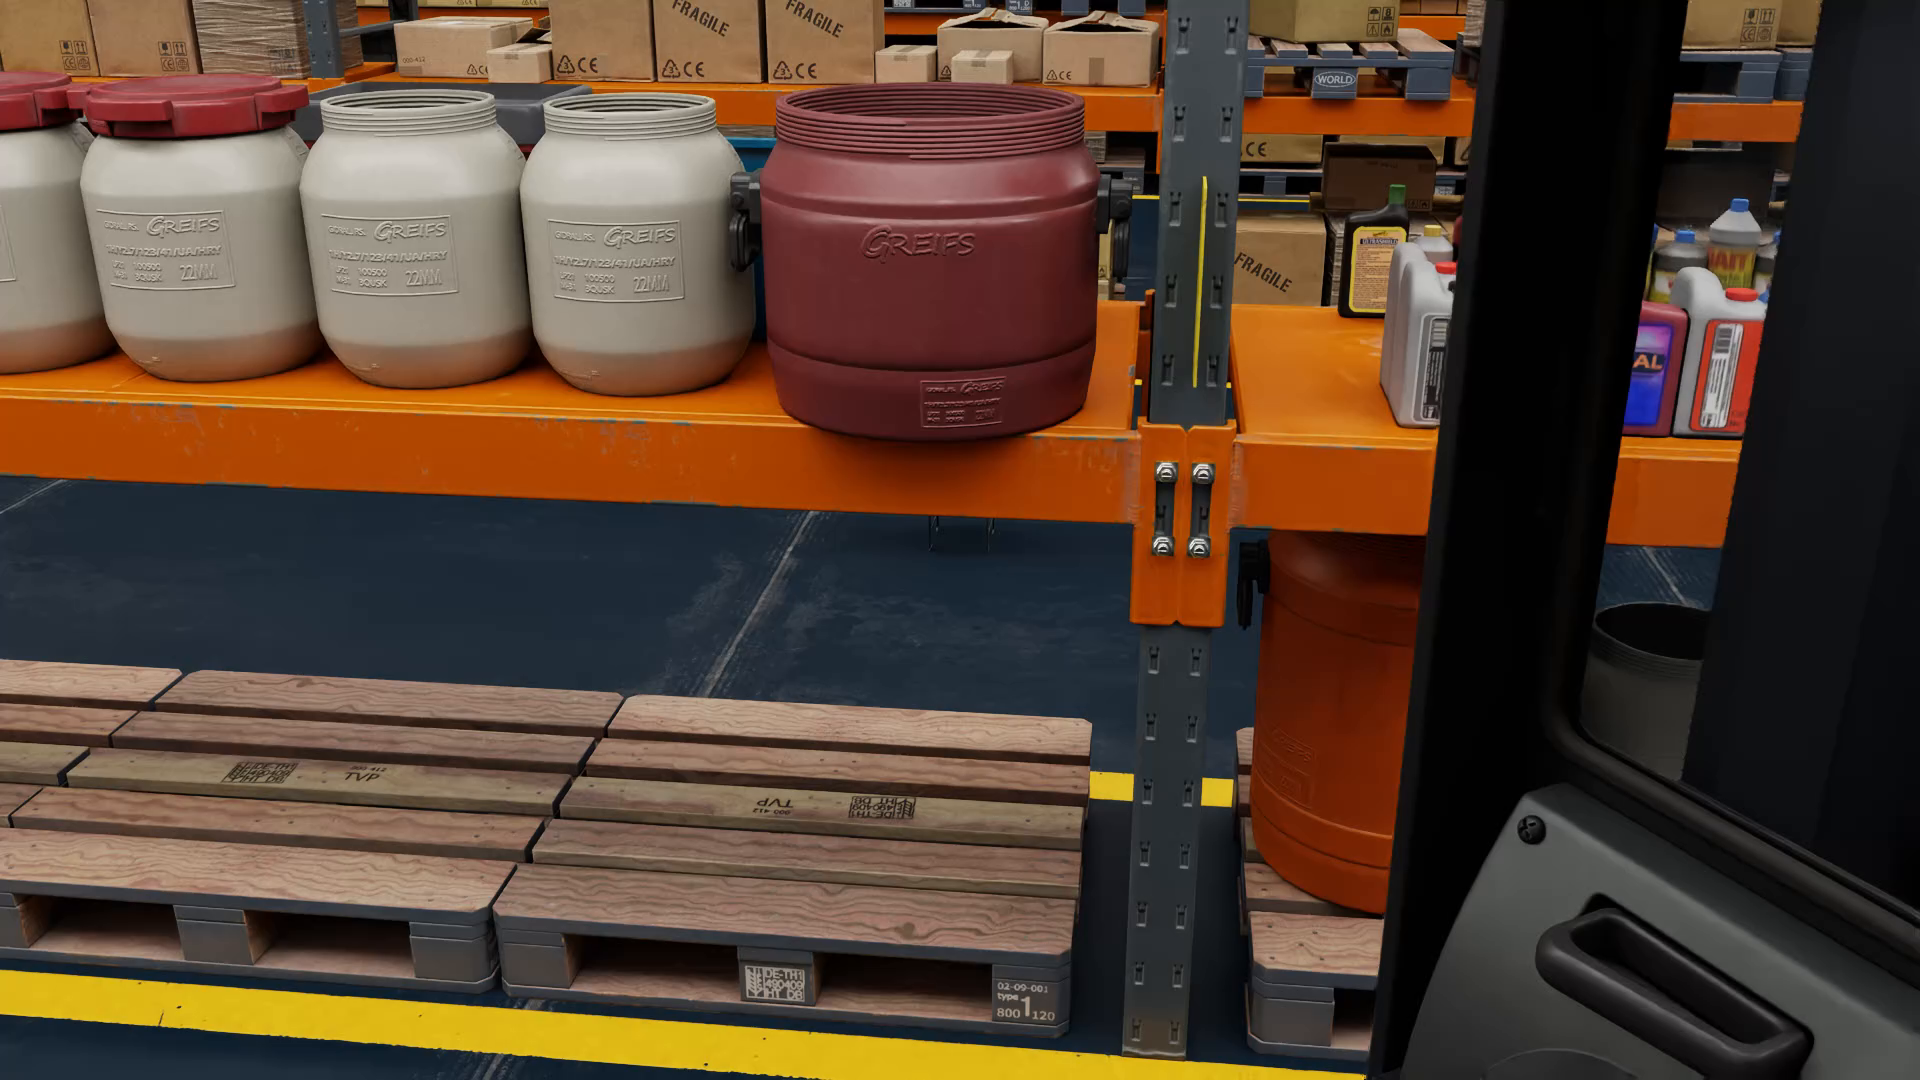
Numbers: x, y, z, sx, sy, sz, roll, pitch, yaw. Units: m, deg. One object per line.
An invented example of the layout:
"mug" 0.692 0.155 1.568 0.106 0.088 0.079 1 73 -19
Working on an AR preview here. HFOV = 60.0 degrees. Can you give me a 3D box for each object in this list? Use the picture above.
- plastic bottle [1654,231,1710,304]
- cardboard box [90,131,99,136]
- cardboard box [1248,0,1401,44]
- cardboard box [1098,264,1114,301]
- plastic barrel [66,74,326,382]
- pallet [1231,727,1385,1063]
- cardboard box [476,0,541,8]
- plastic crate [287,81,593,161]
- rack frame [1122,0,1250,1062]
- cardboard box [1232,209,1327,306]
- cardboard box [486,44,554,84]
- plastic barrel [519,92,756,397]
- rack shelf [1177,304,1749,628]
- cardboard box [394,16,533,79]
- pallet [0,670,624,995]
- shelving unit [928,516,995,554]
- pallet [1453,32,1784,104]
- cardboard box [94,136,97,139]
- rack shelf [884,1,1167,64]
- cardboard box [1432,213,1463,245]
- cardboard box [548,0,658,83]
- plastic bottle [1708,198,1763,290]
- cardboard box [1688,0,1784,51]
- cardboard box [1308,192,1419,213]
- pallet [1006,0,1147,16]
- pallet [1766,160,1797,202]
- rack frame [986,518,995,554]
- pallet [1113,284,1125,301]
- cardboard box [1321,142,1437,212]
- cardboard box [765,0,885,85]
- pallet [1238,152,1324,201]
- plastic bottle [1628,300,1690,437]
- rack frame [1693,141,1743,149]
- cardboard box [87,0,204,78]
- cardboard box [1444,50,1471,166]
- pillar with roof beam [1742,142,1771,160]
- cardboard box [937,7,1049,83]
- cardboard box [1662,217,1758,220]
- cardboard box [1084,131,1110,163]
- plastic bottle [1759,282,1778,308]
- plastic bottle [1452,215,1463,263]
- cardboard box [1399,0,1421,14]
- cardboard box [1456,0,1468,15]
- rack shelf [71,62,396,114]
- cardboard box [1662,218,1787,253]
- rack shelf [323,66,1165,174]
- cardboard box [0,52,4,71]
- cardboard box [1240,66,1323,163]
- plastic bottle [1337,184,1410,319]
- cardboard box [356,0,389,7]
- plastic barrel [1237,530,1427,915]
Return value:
"plastic bottle" 1.529 -0.553 3.528 0.097 0.201 0.097 0 22 0
"cardboard box" -4.357 -1.965 8.980 0.500 0.500 0.500 2 22 6
"cardboard box" 1.671 -2.605 7.742 0.500 0.500 0.700 -5 22 -12
"cardboard box" 0.481 -1.200 8.063 0.500 0.250 0.500 3 22 8
"plastic barrel" -1.444 -0.605 3.206 0.433 0.535 0.433 0 22 0
"pallet" 1.233 0.775 3.693 1.213 0.211 1.003 2 22 6
"cardboard box" -3.361 -4.205 12.673 0.500 0.250 0.500 3 22 7
"plastic crate" -1.123 -0.752 3.676 0.583 0.464 0.402 2 22 6
"rack frame" 0.445 -0.541 3.228 0.127 3.000 1.000 2 22 6
"cardboard box" 1.450 -1.267 7.867 0.500 0.500 0.500 3 22 9
"cardboard box" -2.084 -2.293 8.000 0.250 0.149 0.380 2 22 6
"plastic barrel" -0.601 -0.559 3.123 0.421 0.512 0.421 0 22 0
"rack shelf" 2.431 -0.120 3.142 4.000 0.370 1.077 2 22 6
"cardboard box" -2.446 -2.447 8.254 0.500 0.250 0.500 4 22 10
"pallet" -1.528 0.654 3.997 1.213 0.211 1.003 2 22 6
"shelving unit" 0.008 -0.418 5.773 0.210 0.900 0.258 2 22 6
"pallet" 2.964 -2.178 7.629 1.213 0.211 1.003 2 22 6
"cardboard box" -4.419 -1.774 8.496 0.500 0.500 0.500 2 22 6
"rack shelf" -0.375 -3.910 12.728 4.000 0.370 1.077 2 22 6
"cardboard box" 2.468 -1.223 7.756 0.500 0.500 0.500 2 22 6
"cardboard box" -1.656 -2.507 8.065 0.500 0.500 0.500 4 22 10
"plastic bottle" 1.625 -0.581 3.504 0.097 0.271 0.097 0 22 0
"cardboard box" 3.242 -2.472 7.405 0.500 0.500 0.700 -3 22 -7
"cardboard box" 1.988 -1.437 8.295 0.500 0.500 0.500 3 22 8
"pallet" 0.891 -4.061 12.392 1.003 0.211 1.213 2 22 6
"pallet" 6.329 -2.627 12.297 1.213 0.211 1.003 2 22 6
"rack frame" 0.109 -0.414 5.762 0.006 0.900 0.240 2 22 6
"pallet" 0.219 -1.102 8.441 1.213 0.211 1.003 2 22 6
"cardboard box" 2.045 -1.784 8.155 0.500 0.250 0.500 3 22 8
"cardboard box" -0.636 -2.462 7.952 0.500 0.500 0.500 1 22 3
"pallet" 2.385 -2.800 12.734 1.213 0.211 1.003 2 22 6
"plastic bottle" 1.158 -0.319 2.826 0.133 0.283 0.061 2 22 6
"rack frame" 5.583 -3.985 11.940 0.127 3.000 1.000 2 22 6
"cardboard box" -3.906 -2.606 8.316 0.500 0.500 0.700 2 22 6
"cardboard box" 4.040 -3.199 12.303 0.750 0.750 0.750 3 22 8
"pillar with roof beam" 5.874 -5.489 7.583 0.400 9.000 9.100 2 22 6
"cardboard box" 0.167 -2.417 8.095 0.500 0.311 0.500 2 22 6
"cardboard box" 3.526 -1.372 8.131 0.500 0.500 0.500 3 22 7
"cardboard box" 0.890 -3.212 12.787 0.500 0.500 0.700 3 22 7
"plastic bottle" 1.415 -0.332 2.874 0.097 0.271 0.097 0 22 0
"plastic bottle" 1.126 -0.615 3.574 0.133 0.283 0.061 2 22 6
"cardboard box" 3.192 -3.906 12.055 0.250 0.149 0.380 3 22 7
"cardboard box" 3.695 -3.875 11.977 0.250 0.149 0.380 3 22 8
"rack shelf" -4.926 -2.274 8.591 4.000 0.370 1.077 2 22 6
"cardboard box" 3.493 -1.181 7.650 0.500 0.500 0.500 3 22 7
"rack shelf" -0.954 -2.101 8.153 4.000 0.370 1.077 2 22 6
"cardboard box" -4.913 -2.651 8.430 0.500 0.500 0.700 3 22 8
"cardboard box" 2.326 -3.274 12.494 0.750 0.750 0.750 2 22 6
"plastic bottle" 0.897 -0.625 3.599 0.133 0.283 0.061 2 22 6
"cardboard box" -4.362 -4.243 12.768 0.500 0.250 0.500 3 22 7
"plastic barrel" 0.933 0.288 3.512 0.708 0.830 0.600 2 22 6
